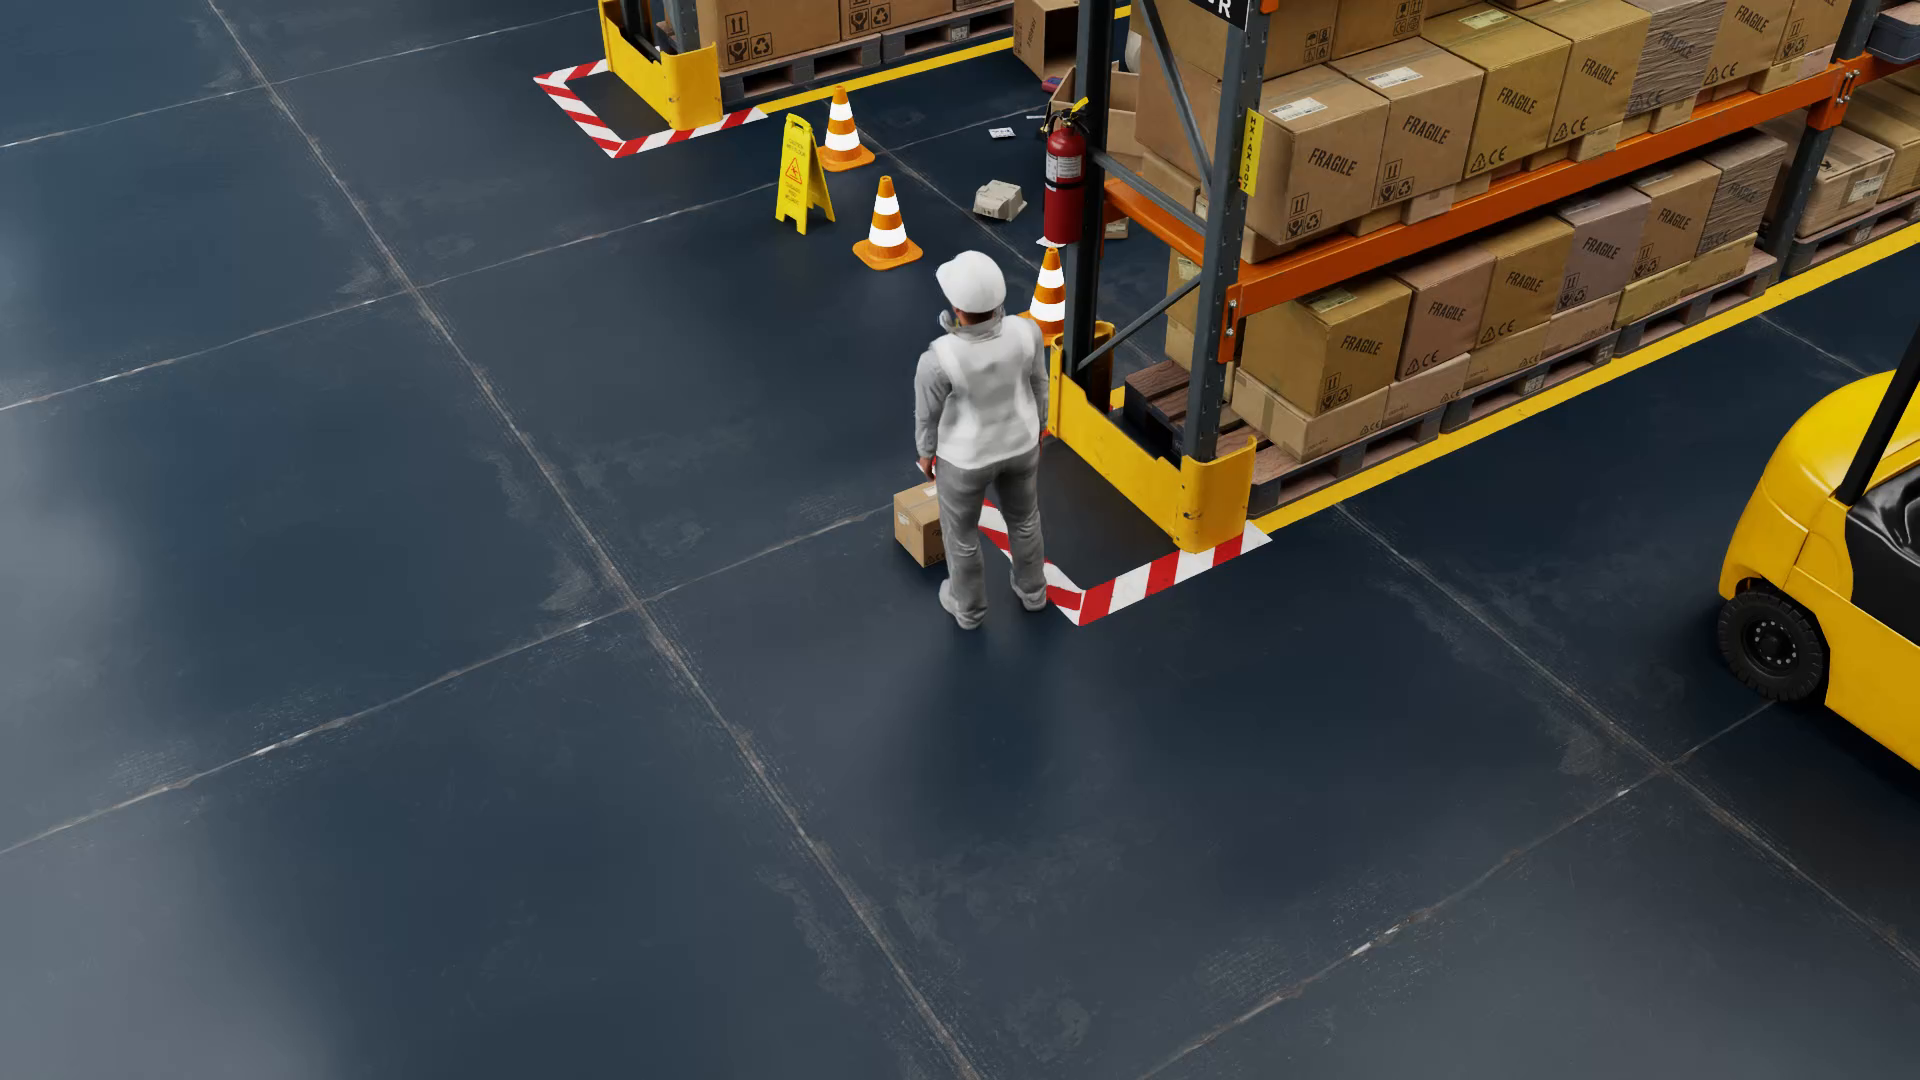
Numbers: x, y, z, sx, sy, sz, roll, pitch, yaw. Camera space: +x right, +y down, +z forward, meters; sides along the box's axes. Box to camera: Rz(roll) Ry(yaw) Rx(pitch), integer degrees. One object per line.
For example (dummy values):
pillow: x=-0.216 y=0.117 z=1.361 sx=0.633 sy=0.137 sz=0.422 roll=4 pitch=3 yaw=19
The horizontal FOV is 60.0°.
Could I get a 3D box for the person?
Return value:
person: x=0.095 y=-0.384 z=6.588 sx=0.592 sy=1.780 sz=0.363 roll=-18 pitch=44 yaw=-20
